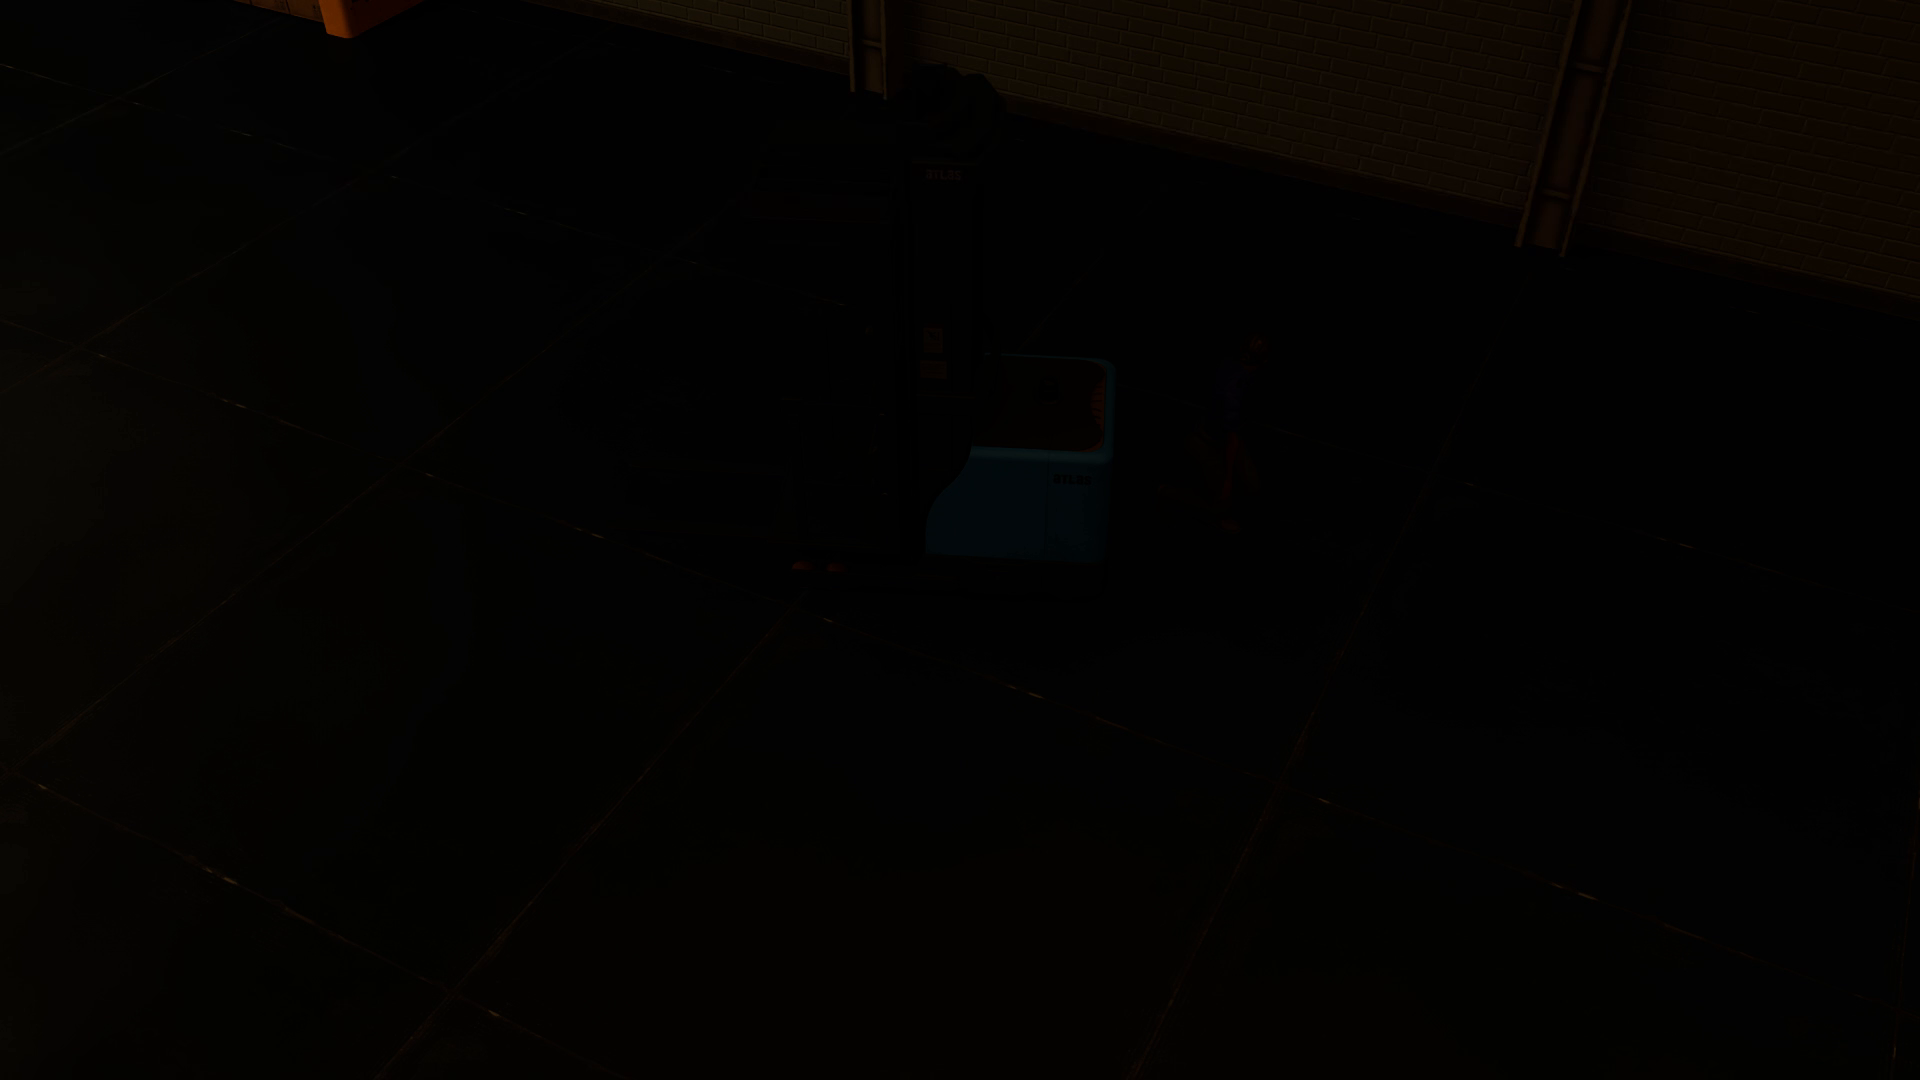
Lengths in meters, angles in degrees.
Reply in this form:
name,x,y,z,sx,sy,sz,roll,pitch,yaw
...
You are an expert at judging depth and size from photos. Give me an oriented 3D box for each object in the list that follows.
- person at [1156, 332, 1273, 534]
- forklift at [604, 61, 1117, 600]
name,x,y,z,sx,sy,sz,roll,pitch,yaw
person,1.517,-0.613,9.887,0.620,1.449,0.746,17,43,19
forklift,-0.606,-1.157,9.360,3.031,2.935,1.130,3,40,4
